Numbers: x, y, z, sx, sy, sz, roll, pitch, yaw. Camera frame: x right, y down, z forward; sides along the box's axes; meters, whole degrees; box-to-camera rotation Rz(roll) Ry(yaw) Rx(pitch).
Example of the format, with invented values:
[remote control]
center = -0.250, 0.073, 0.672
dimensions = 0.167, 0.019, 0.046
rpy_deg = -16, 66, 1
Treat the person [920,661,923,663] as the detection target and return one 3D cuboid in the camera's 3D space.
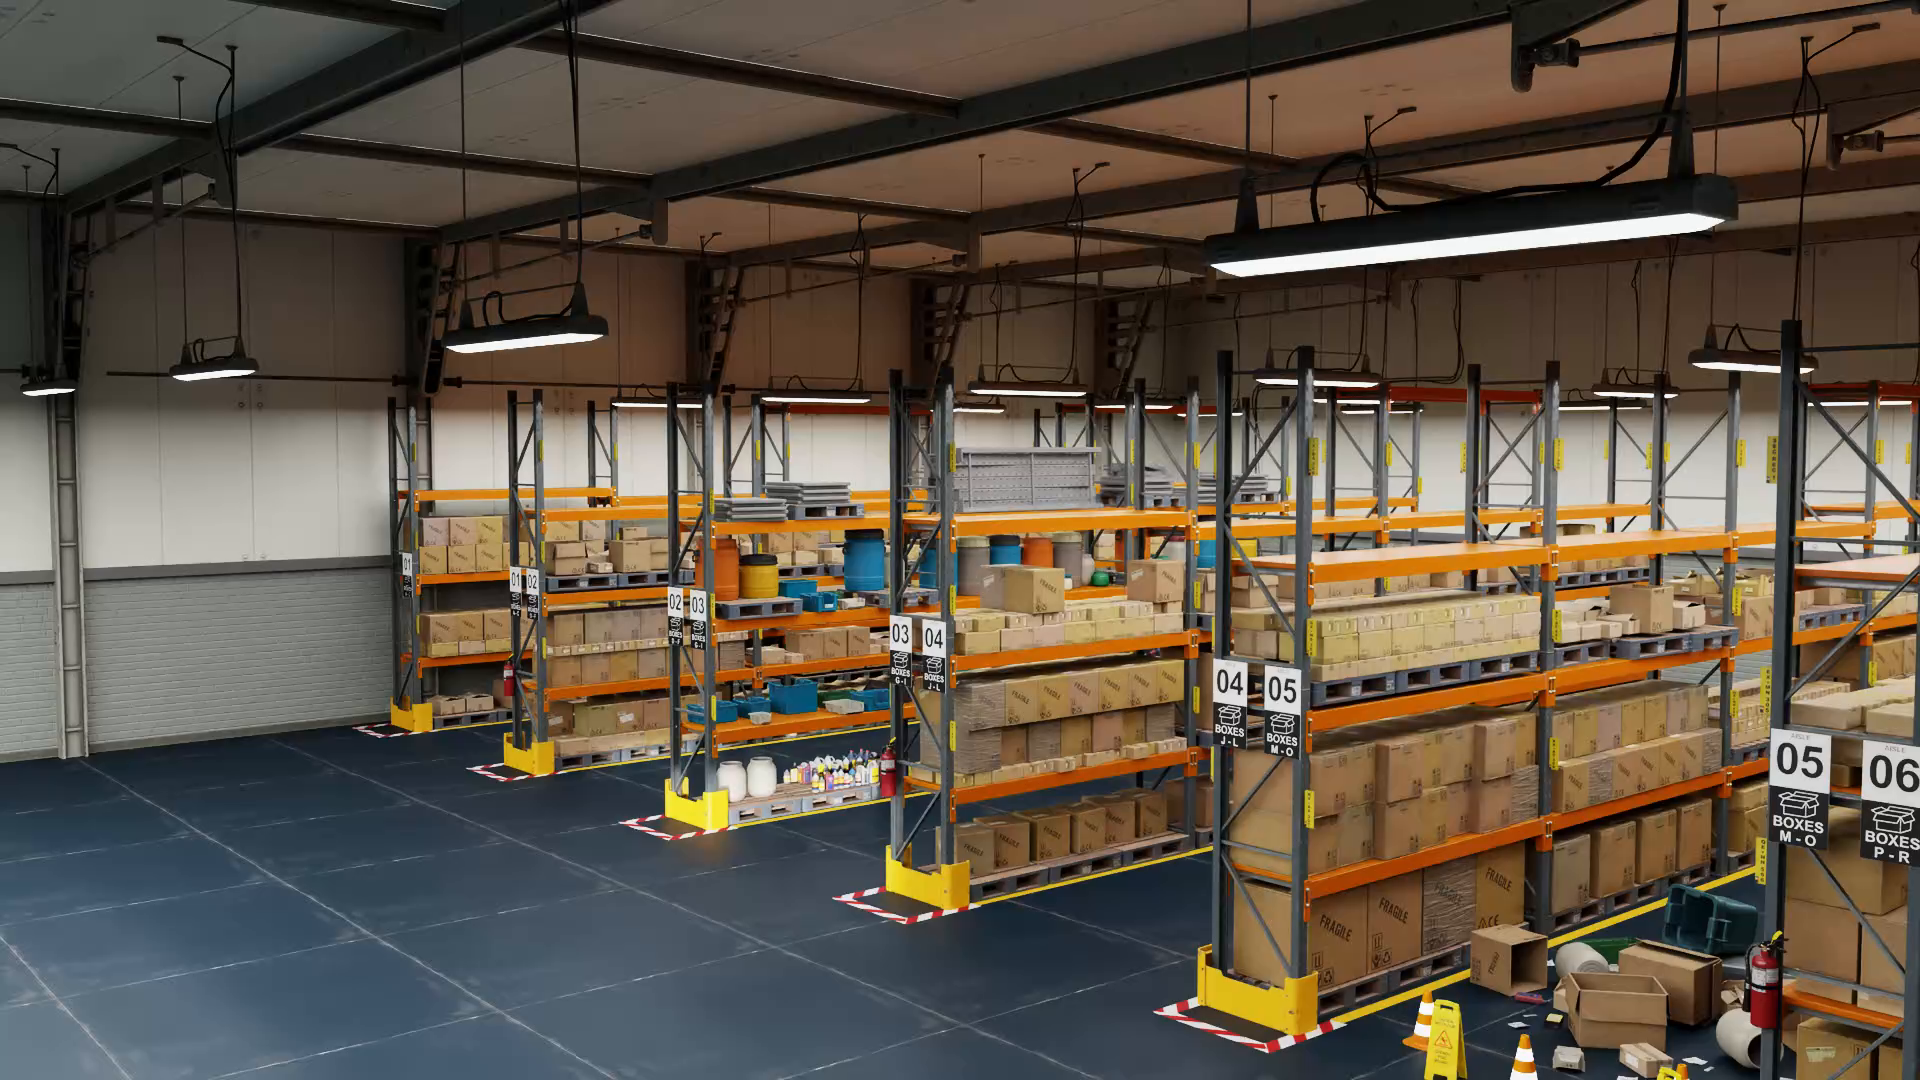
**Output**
[person]
center = -0.688, 2.082, 33.825
dimensions = 0.686, 1.768, 0.548
rpy_deg = -3, 5, -44
